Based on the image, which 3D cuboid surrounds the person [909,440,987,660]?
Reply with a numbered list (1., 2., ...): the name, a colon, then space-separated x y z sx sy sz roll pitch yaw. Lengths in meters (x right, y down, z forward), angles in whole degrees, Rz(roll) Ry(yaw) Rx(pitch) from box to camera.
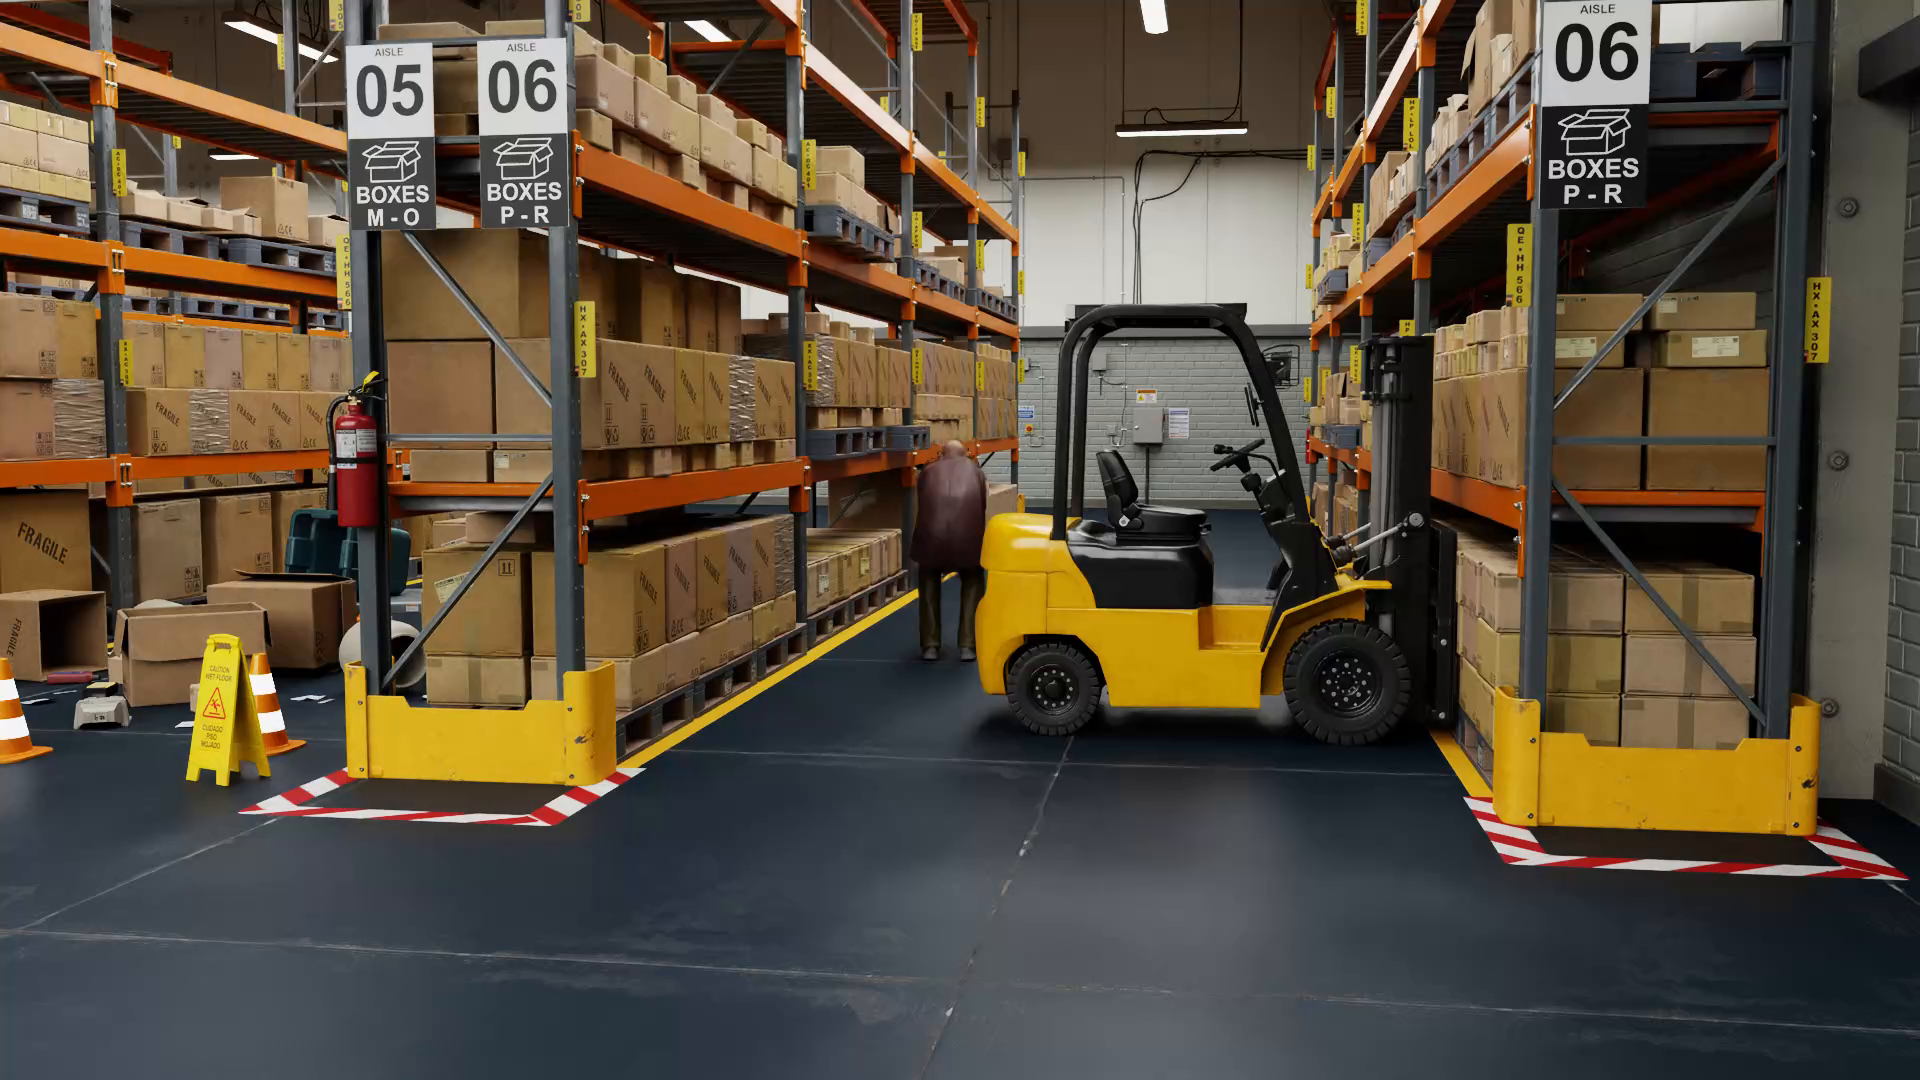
1. person: -0.049 0.064 11.157 0.551 1.416 0.860 0 4 4
